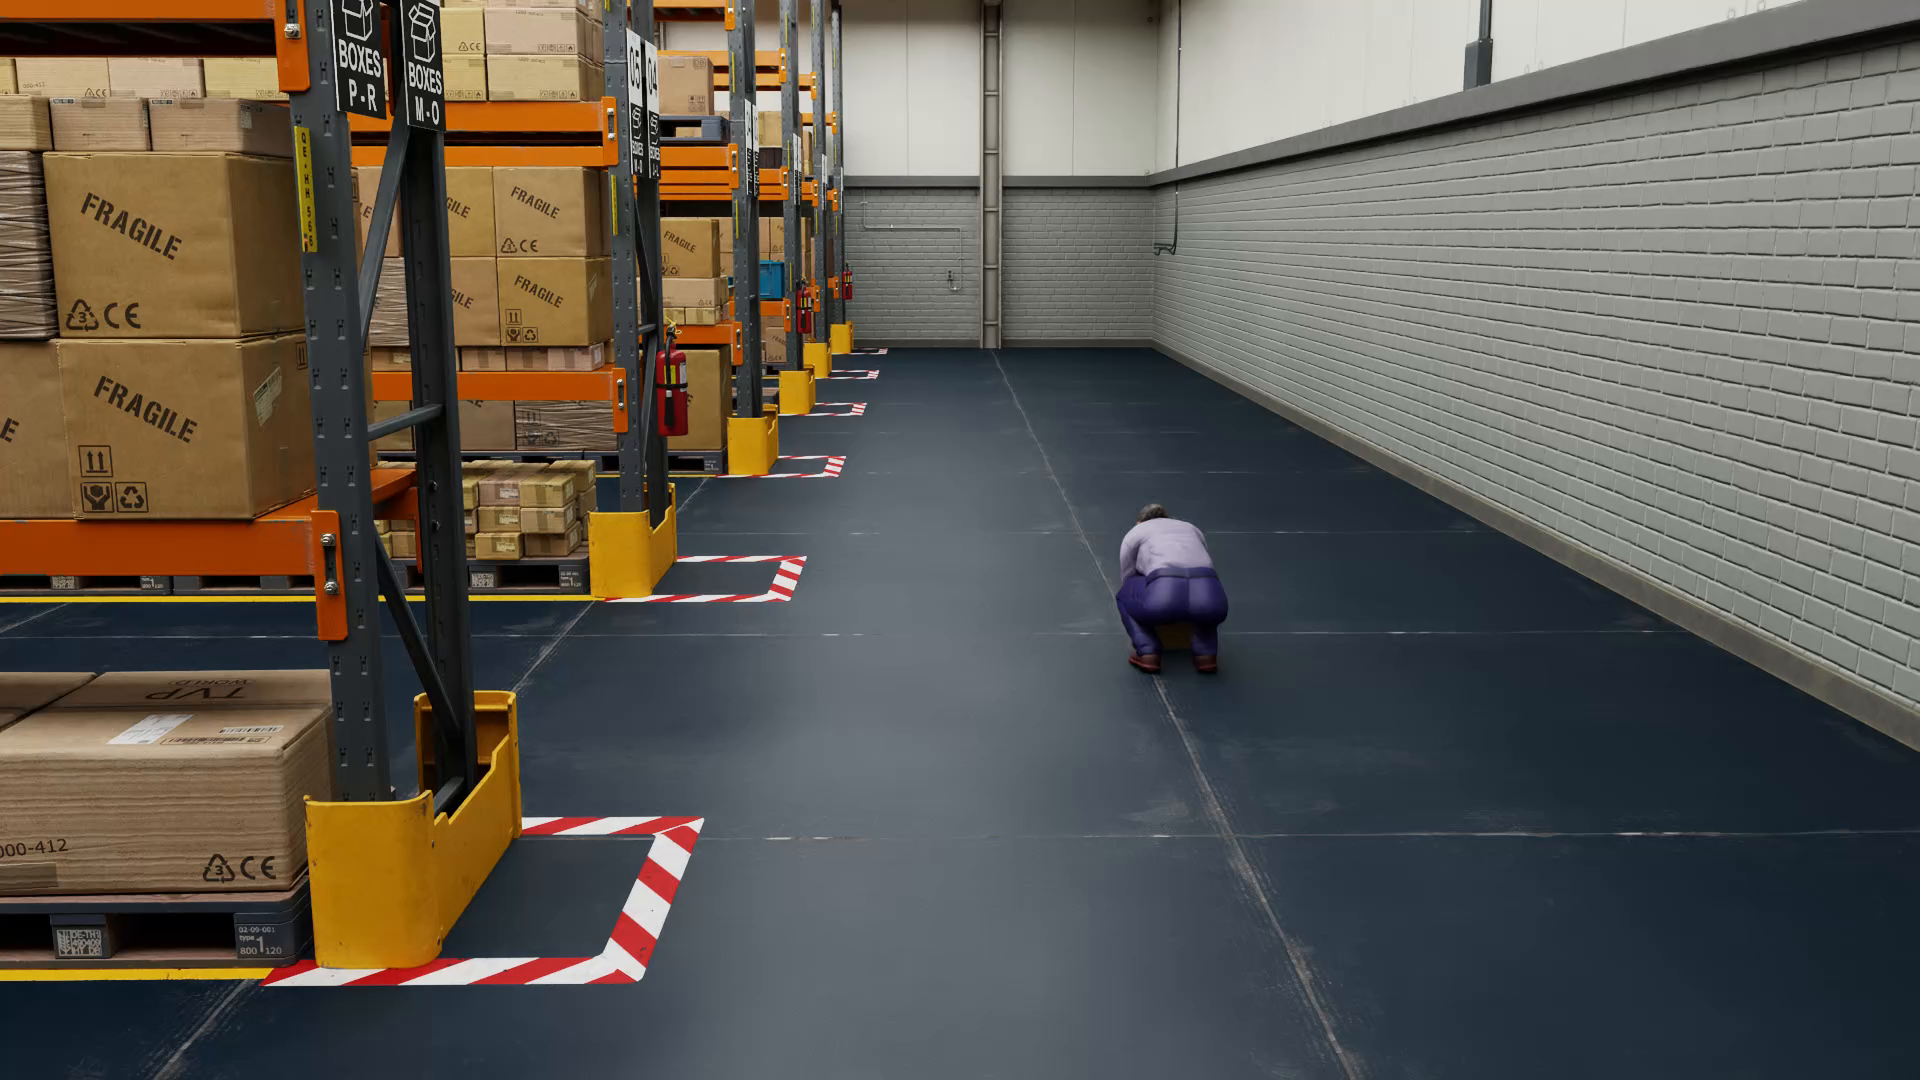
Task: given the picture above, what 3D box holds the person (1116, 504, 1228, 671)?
[{"bbox_3d":[1.042,0.261,8.219,0.526,0.805,0.847,0,10,-1],"label":"person"}]
